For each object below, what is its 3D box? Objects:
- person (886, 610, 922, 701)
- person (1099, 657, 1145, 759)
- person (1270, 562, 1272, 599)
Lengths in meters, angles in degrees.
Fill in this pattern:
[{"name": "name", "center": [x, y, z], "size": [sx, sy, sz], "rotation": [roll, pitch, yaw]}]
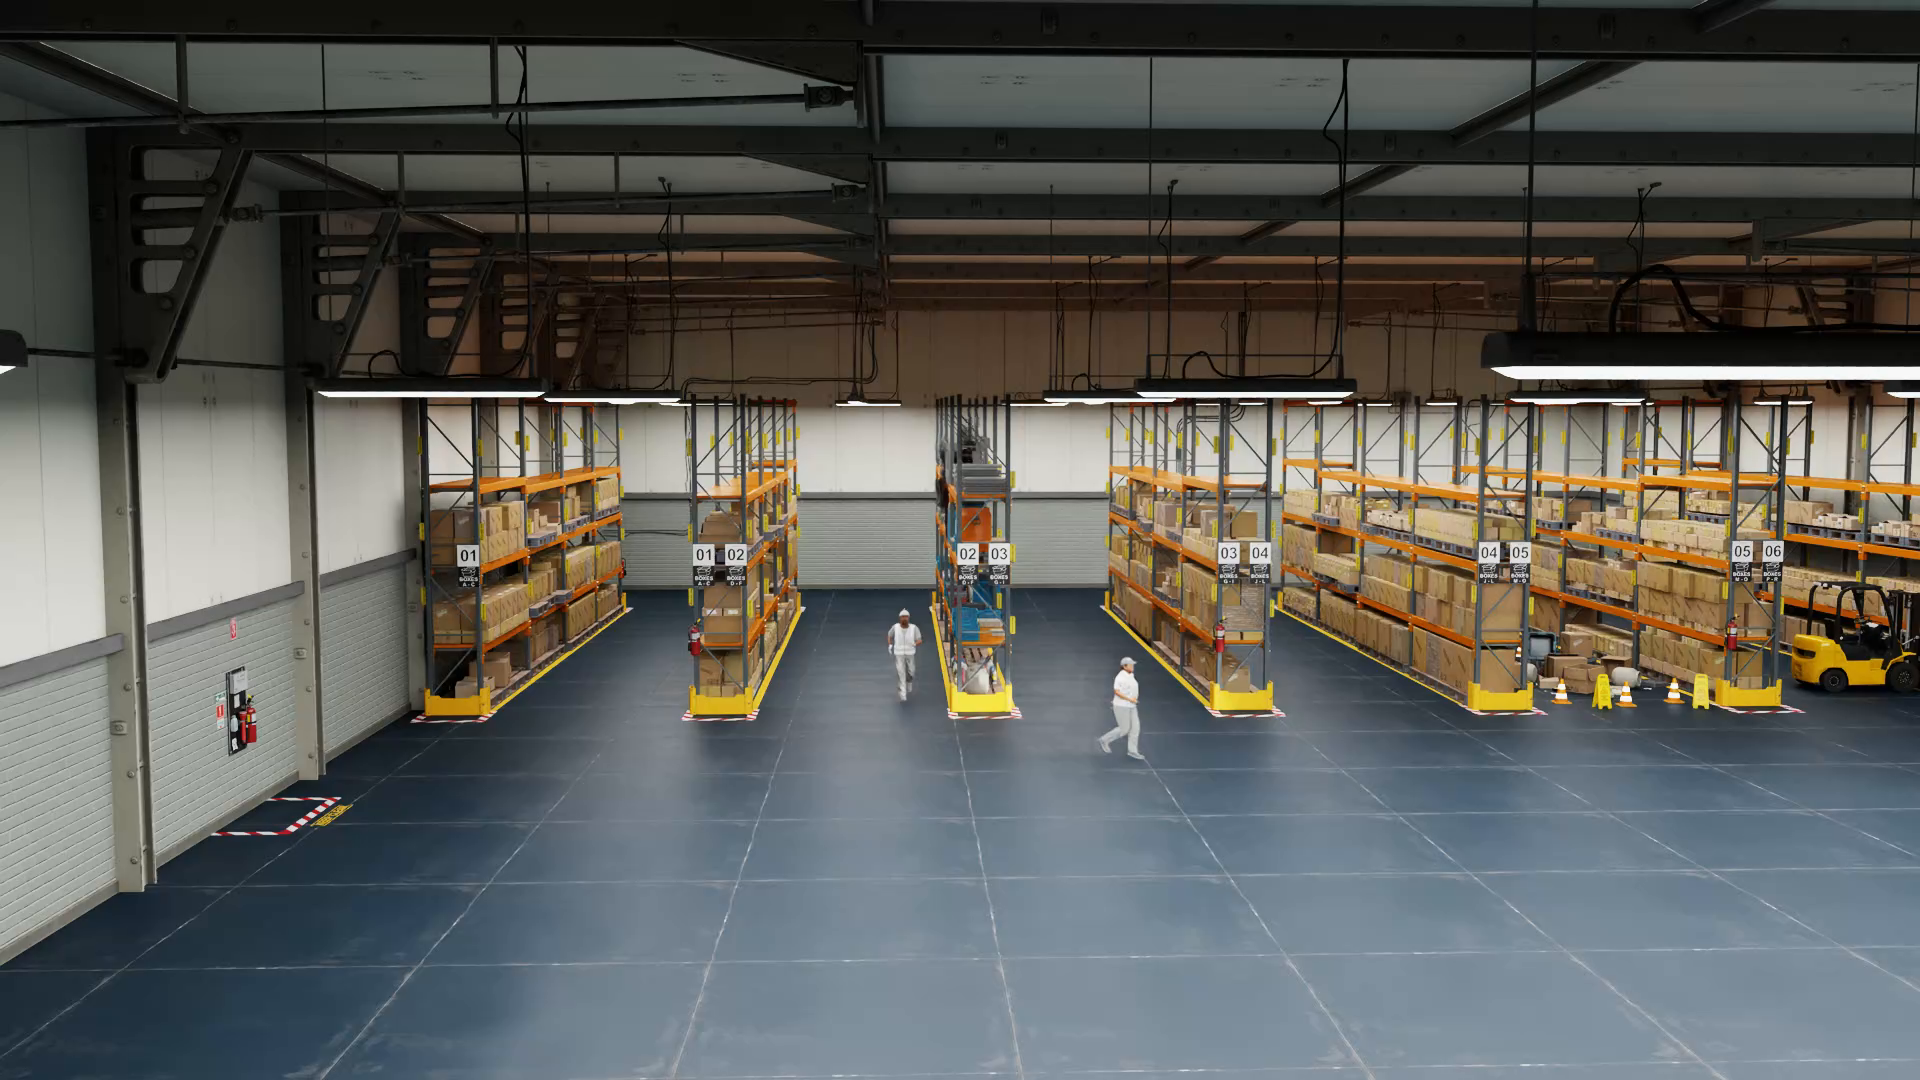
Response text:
[{"name": "person", "center": [-1.104, 2.262, 32.833], "size": [0.686, 1.757, 0.886], "rotation": [0, 5, -4]}, {"name": "person", "center": [2.687, 2.754, 27.374], "size": [0.766, 1.671, 0.630], "rotation": [2, 5, 28]}, {"name": "person", "center": [9.007, 1.073, 48.994], "size": [0.554, 1.586, 0.705], "rotation": [-1, 5, -18]}]
